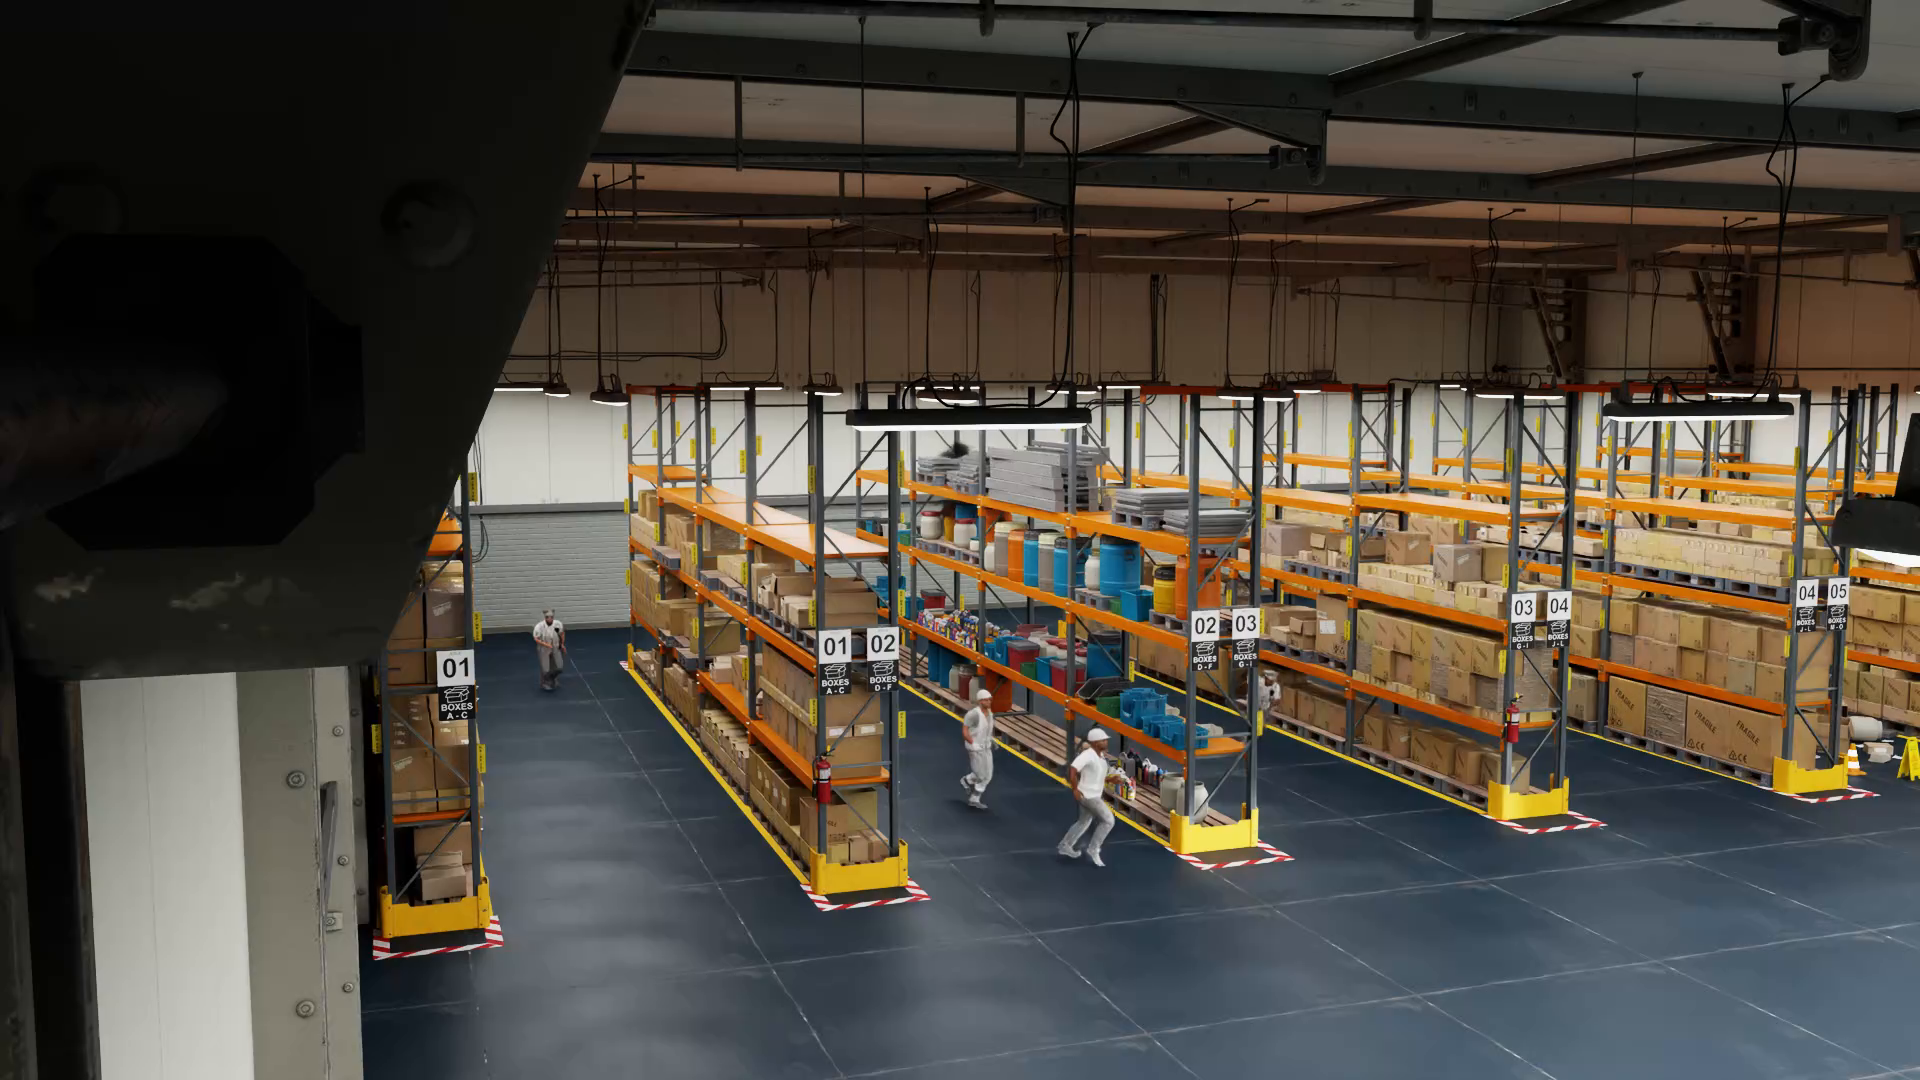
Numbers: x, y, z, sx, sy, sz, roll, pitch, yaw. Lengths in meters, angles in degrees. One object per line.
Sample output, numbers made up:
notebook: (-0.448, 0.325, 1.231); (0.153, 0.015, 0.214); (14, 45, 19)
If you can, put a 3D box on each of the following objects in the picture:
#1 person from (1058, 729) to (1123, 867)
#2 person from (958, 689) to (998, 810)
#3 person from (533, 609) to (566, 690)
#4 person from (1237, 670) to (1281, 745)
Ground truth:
person: (1.661, 3.283, 21.260); (0.836, 1.774, 0.639); (1, 6, 14)
person: (0.215, 2.998, 24.036); (0.627, 1.734, 0.651); (6, 8, 44)
person: (-8.051, 2.148, 32.620); (0.656, 1.650, 0.787); (-4, 7, -31)
person: (4.952, 2.797, 27.376); (0.599, 1.407, 0.971); (0, 6, -4)
